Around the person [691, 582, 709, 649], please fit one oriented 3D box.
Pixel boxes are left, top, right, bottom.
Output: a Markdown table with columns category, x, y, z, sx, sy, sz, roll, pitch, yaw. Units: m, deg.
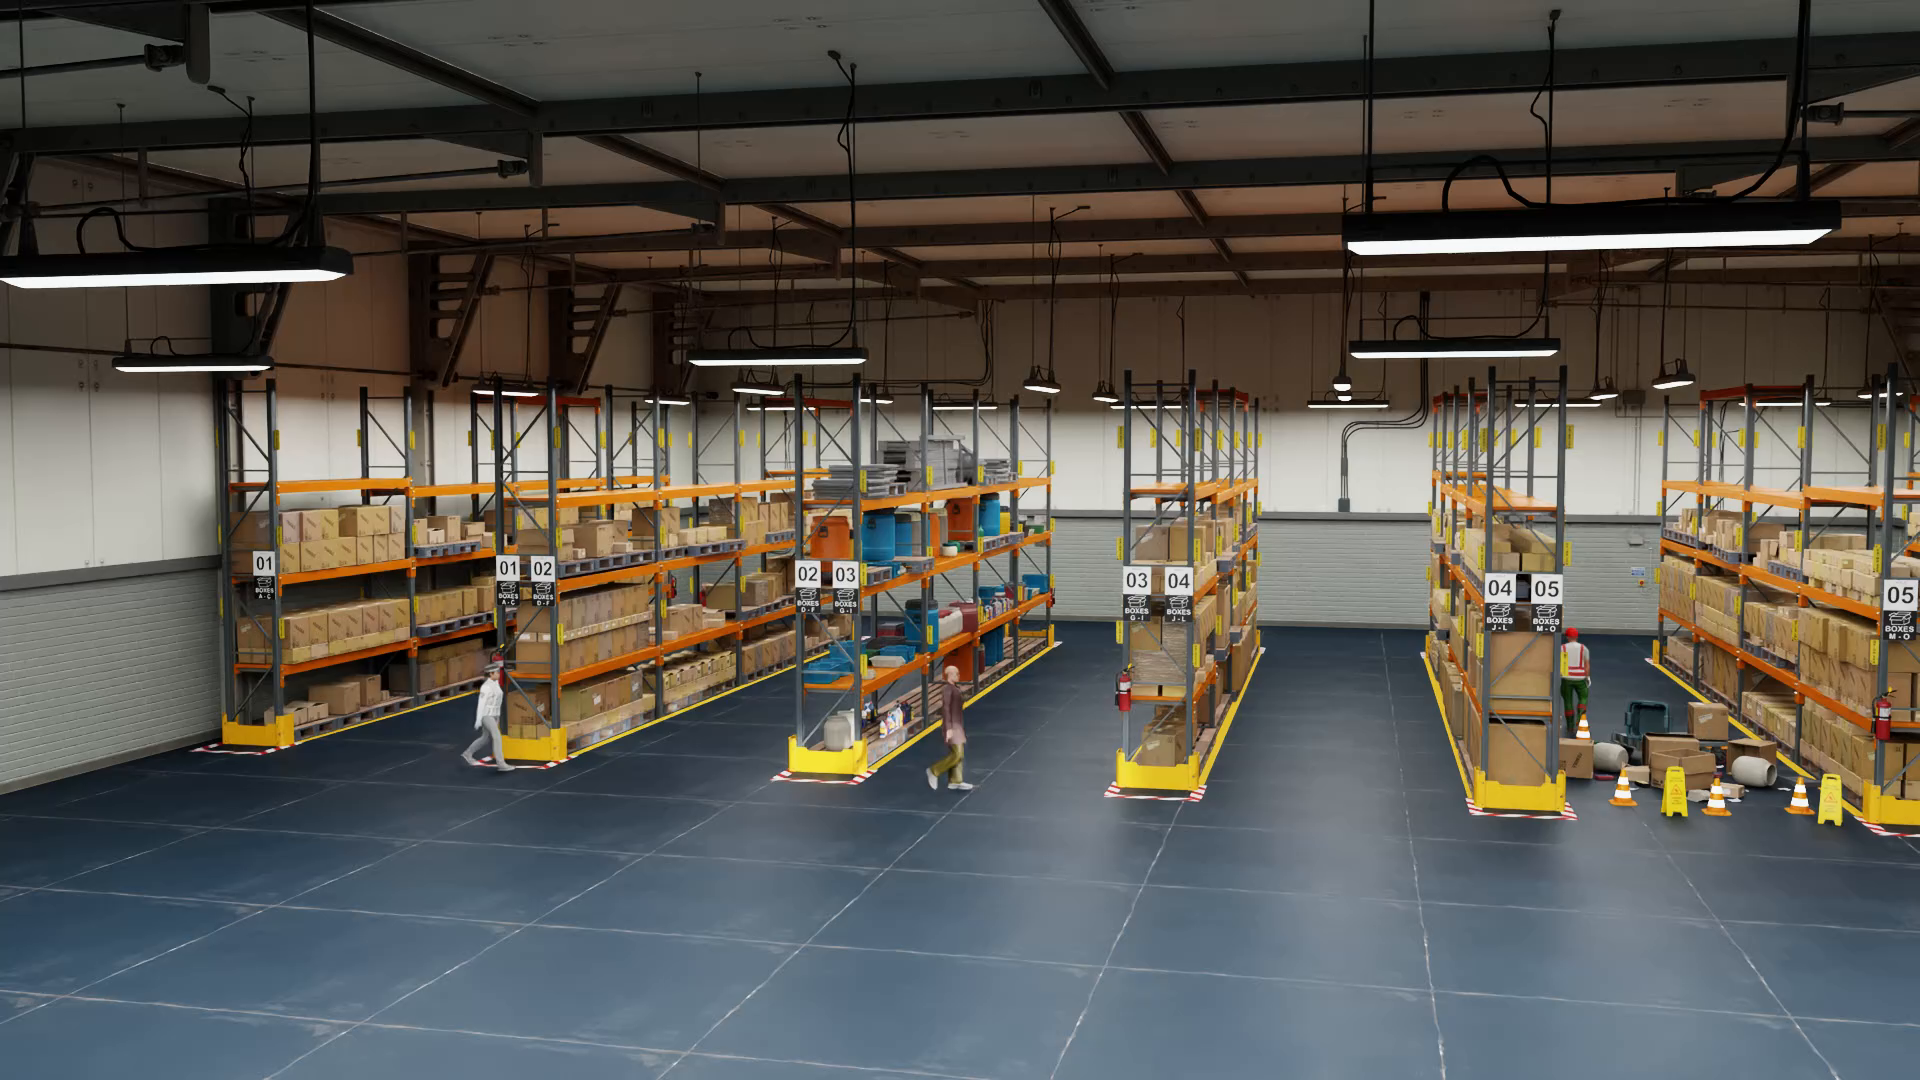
| category | x | y | z | sx | sy | sz | roll | pitch | yaw |
| --- | --- | --- | --- | --- | --- | --- | --- | --- | --- |
| person | -6.048 | 1.806 | 39.711 | 0.627 | 1.638 | 0.737 | 1 | 4 | 22 |

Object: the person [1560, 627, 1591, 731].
| category | x | y | z | sx | sy | sz | roll | pitch | yaw |
| --- | --- | --- | --- | --- | --- | --- | --- | --- | --- |
| person | 10.556 | 2.399 | 28.613 | 0.568 | 1.791 | 0.541 | 1 | 4 | 14 |

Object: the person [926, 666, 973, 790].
| category | x | y | z | sx | sy | sz | roll | pitch | yaw |
| --- | --- | --- | --- | --- | --- | --- | --- | --- | --- |
| person | -0.145 | 2.677 | 23.705 | 0.666 | 1.771 | 0.604 | 1 | 3 | 9 |

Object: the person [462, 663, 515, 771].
| category | x | y | z | sx | sy | sz | roll | pitch | yaw |
| --- | --- | --- | --- | --- | --- | --- | --- | --- | --- |
| person | -7.169 | 2.664 | 25.202 | 1.016 | 1.624 | 0.498 | 1 | 4 | 19 |
